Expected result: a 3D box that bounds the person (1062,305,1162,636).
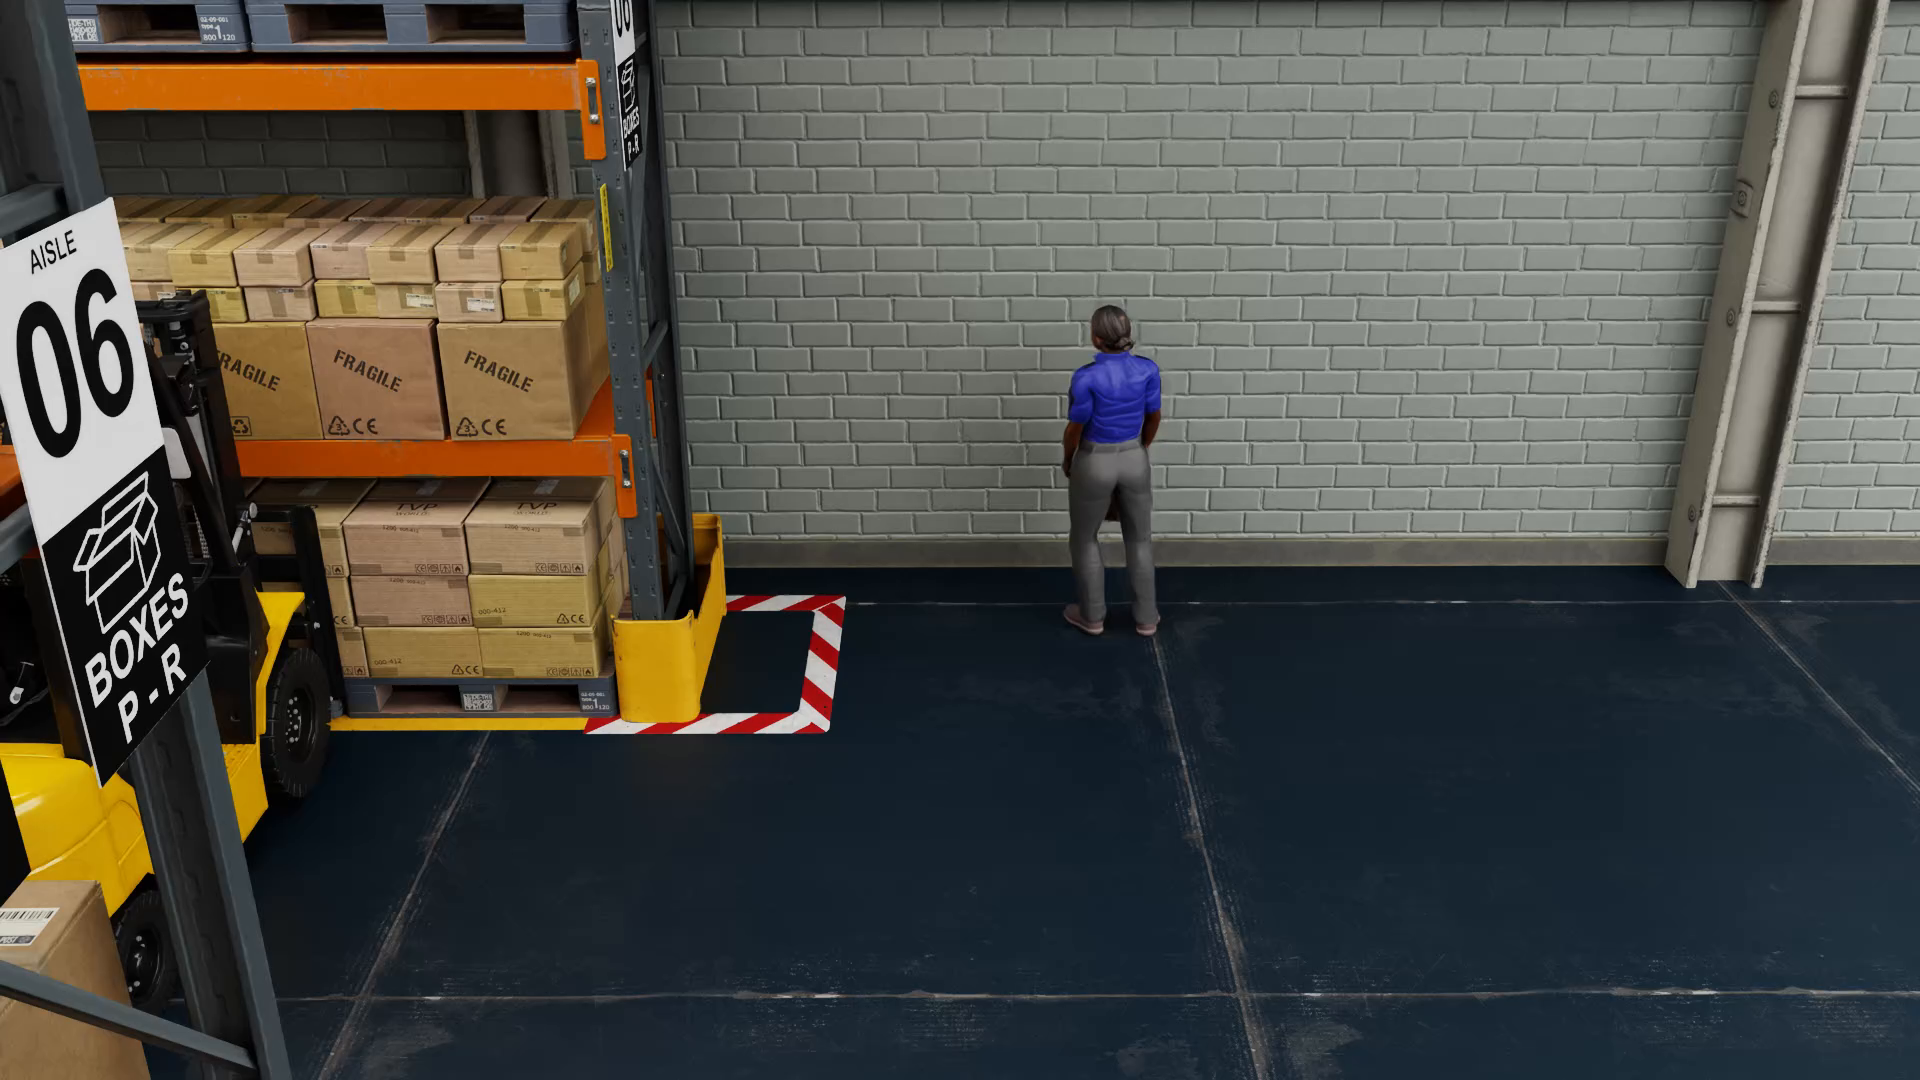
[{"bbox_3d":[0.734,-0.331,7.843,0.543,1.656,0.394,-6,25,-13],"label":"person"}]
